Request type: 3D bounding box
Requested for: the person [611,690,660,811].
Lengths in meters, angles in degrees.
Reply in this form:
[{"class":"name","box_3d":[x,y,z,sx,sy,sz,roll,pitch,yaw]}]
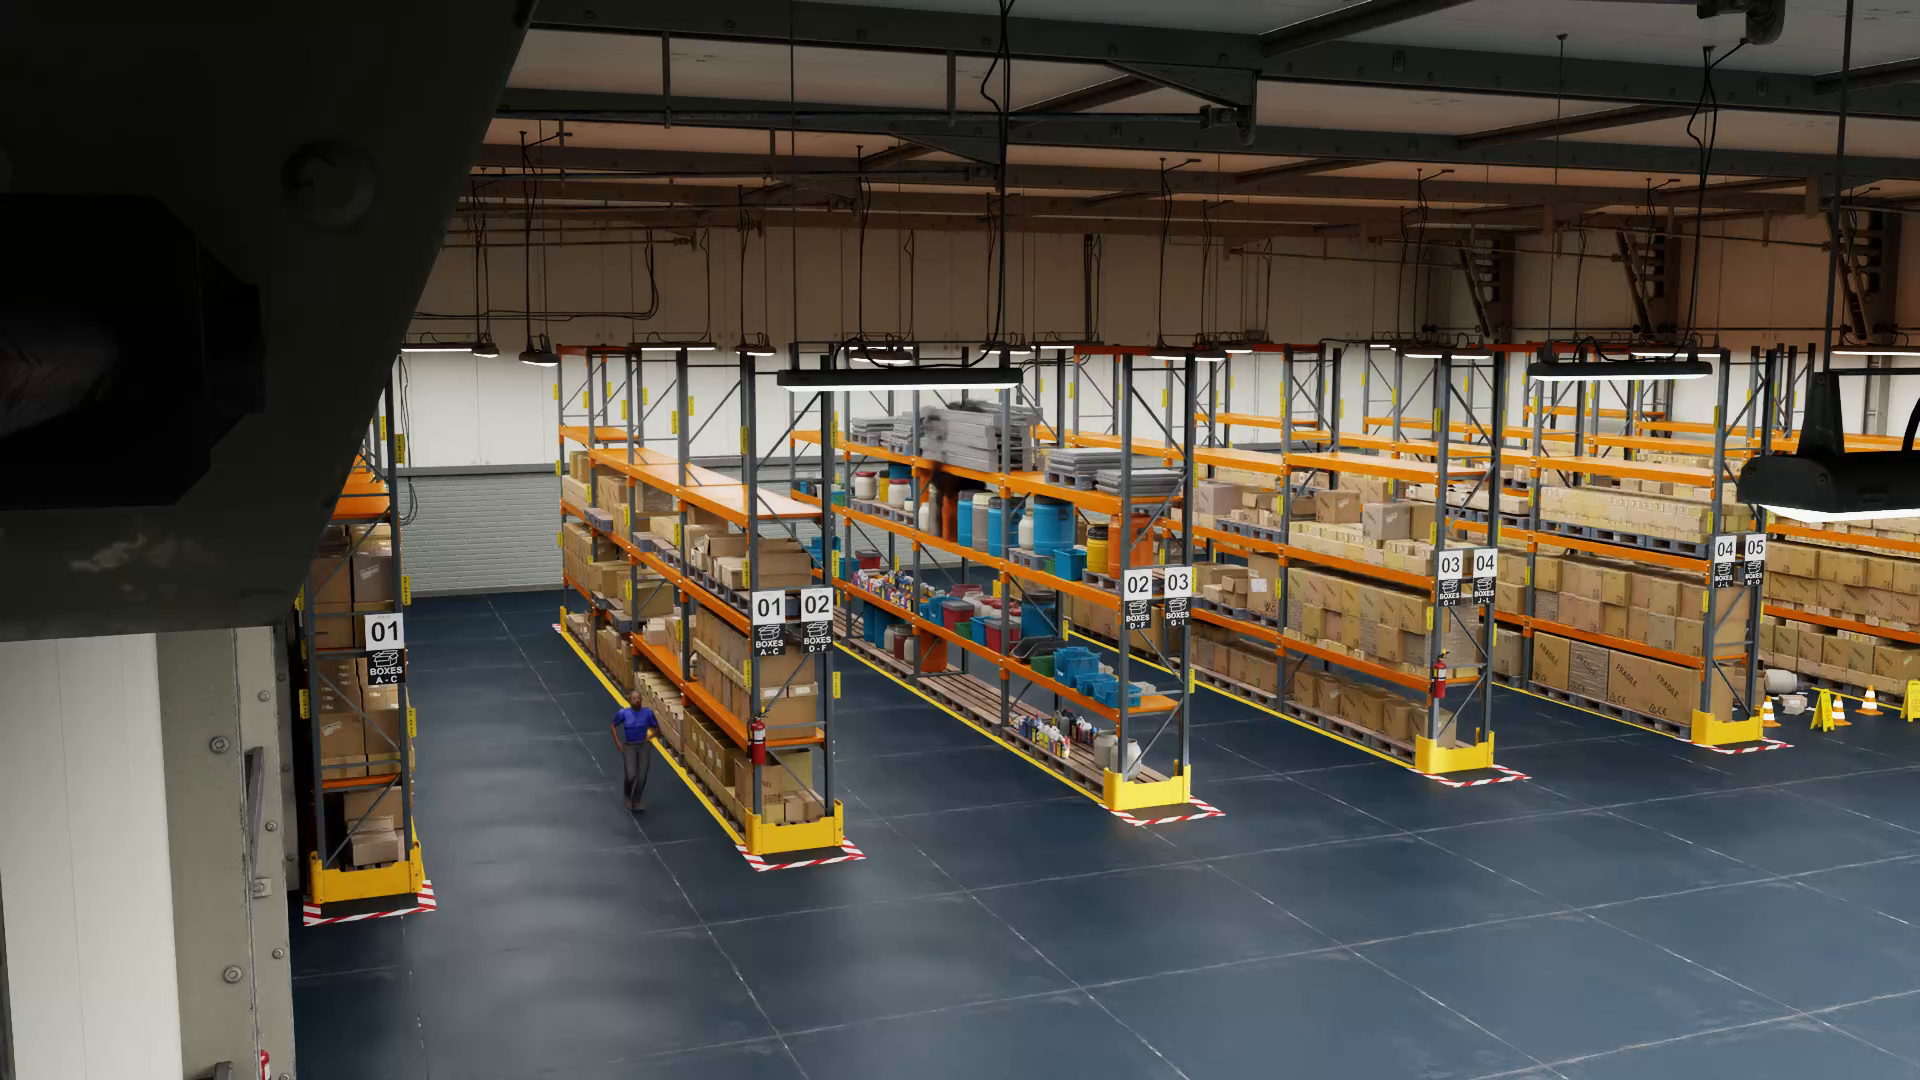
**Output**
[{"class":"person","box_3d":[-4.219,2.851,21.743,0.628,1.444,0.536,-2,8,-18]}]
